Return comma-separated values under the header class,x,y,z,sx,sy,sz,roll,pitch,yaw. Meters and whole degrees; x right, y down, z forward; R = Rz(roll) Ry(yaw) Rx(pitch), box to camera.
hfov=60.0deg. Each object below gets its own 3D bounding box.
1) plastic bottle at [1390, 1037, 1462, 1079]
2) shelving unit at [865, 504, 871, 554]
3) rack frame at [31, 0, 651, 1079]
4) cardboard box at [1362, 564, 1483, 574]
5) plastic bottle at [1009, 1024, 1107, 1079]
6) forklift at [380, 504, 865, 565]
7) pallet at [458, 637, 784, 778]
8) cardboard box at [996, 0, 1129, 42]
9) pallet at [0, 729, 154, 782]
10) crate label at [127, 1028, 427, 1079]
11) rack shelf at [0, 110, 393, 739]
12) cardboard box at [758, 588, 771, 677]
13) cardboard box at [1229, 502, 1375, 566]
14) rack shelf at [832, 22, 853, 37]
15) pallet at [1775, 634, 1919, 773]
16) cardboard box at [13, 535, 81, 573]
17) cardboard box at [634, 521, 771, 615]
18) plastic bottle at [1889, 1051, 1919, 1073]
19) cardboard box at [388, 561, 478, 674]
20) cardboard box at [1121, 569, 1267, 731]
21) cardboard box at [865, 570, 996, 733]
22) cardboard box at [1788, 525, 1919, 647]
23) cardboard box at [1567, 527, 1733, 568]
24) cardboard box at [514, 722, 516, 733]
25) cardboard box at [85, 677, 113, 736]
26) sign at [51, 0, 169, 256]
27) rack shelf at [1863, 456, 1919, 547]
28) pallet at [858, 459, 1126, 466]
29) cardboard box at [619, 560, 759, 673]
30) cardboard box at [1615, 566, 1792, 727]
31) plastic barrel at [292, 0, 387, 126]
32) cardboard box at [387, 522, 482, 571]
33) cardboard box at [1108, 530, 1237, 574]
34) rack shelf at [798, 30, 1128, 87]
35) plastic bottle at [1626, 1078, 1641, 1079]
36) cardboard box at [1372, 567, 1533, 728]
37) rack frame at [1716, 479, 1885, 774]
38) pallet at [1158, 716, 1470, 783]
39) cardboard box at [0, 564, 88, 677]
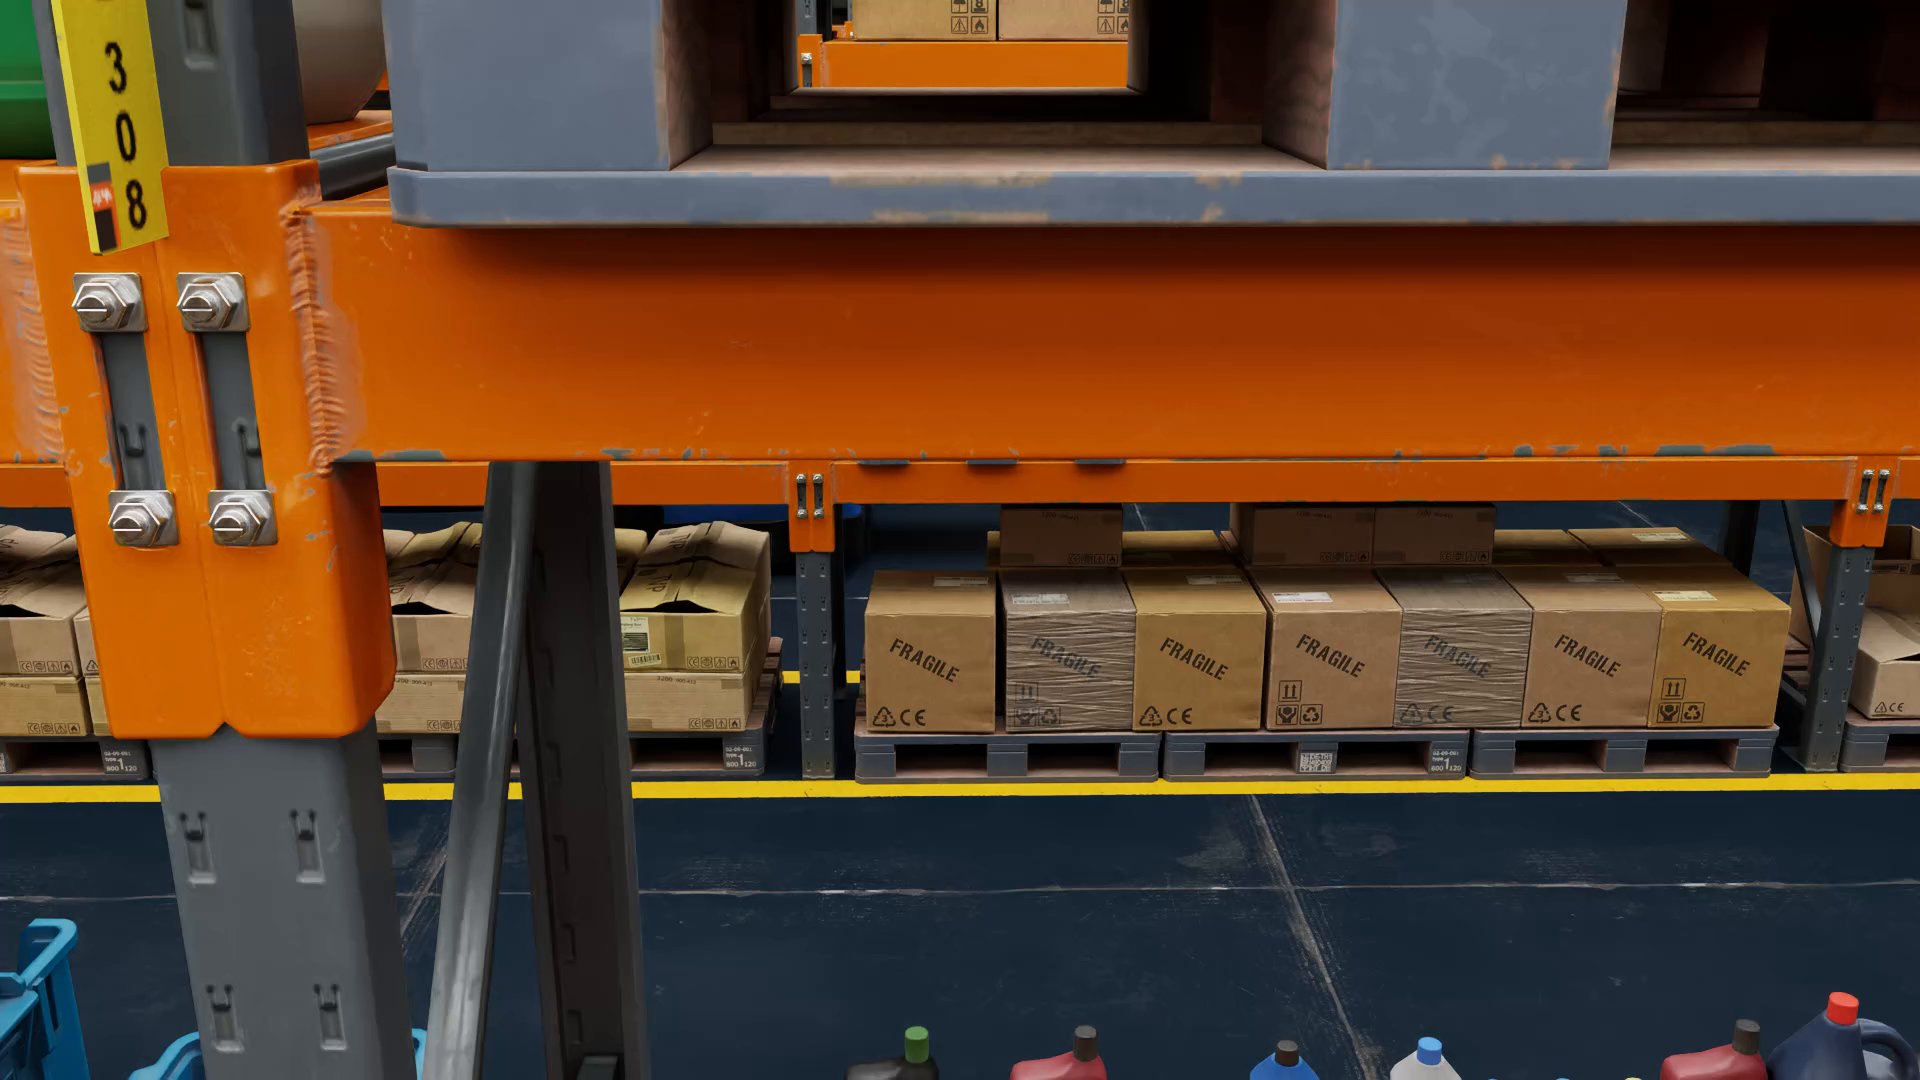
class,x,y,z,sx,sy,sz,roll,pitch,yaw
plastic bottle,0.641,0.815,2.306,0.097,0.271,0.097,0,18,0
shelving unit,-0.017,-0.720,9.337,1.048,1.500,0.538,-1,18,-3
rack frame,-0.493,0.885,1.878,0.053,2.616,0.949,0,18,-1
cardboard box,1.912,0.267,7.177,0.500,0.500,0.500,0,18,0
plastic bottle,0.136,0.806,2.314,0.133,0.283,0.061,0,18,-1
forklift,-2.070,-1.332,8.901,3.031,2.935,1.130,-2,18,-5
pallet,-1.391,0.691,7.048,1.213,0.211,1.003,0,18,-1
cardboard box,0.378,-2.119,6.170,0.500,0.500,0.910,0,18,-1
pallet,-3.831,0.703,7.011,1.213,0.211,1.003,0,18,-1
crate label,-0.920,0.851,2.257,0.416,0.233,0.303,0,18,-1
rack shelf,-2.493,-0.192,1.502,4.000,0.370,1.077,0,18,-1
cardboard box,-1.096,0.393,7.224,0.500,0.250,0.500,0,18,-1
cardboard box,1.443,-0.089,7.059,0.500,0.250,0.500,-1,18,-2
rack shelf,-2.649,-3.218,10.935,4.000,0.370,1.077,0,18,-1
pallet,4.119,0.677,7.092,1.213,0.211,1.003,0,18,-1
cardboard box,-3.646,0.139,7.100,0.500,0.311,0.500,0,18,1
cardboard box,-1.096,0.126,7.139,0.500,0.311,0.500,0,18,1
plastic bottle,1.366,0.800,2.333,0.133,0.283,0.061,0,18,-1
cardboard box,-2.112,0.297,6.606,0.500,0.311,0.500,0,18,-1
cardboard box,0.917,0.432,6.662,0.500,0.500,0.500,-1,18,-2
cardboard box,-0.108,0.437,6.646,0.500,0.500,0.500,0,18,1
cardboard box,3.997,0.243,7.250,0.500,0.500,0.500,0,18,-1
cardboard box,2.945,0.261,7.196,0.500,0.500,0.500,-1,18,-3
cardboard box,-1.605,0.561,6.701,0.500,0.250,0.500,0,18,-2
cardboard box,-3.131,0.568,6.680,0.500,0.250,0.500,-1,18,-3
sign,-0.477,-0.326,0.915,0.005,0.325,0.100,0,18,-1
rack shelf,5.432,-0.315,6.797,4.000,0.370,1.077,0,18,-1
pallet,0.109,-0.562,6.703,1.003,0.211,1.213,0,18,-1
cardboard box,-1.087,0.291,6.625,0.500,0.311,0.500,0,18,1
cardboard box,2.943,0.423,6.691,0.500,0.500,0.500,0,18,-1
plastic barrel,-0.808,-0.689,1.693,0.421,0.512,0.421,0,18,0
cardboard box,-2.131,0.133,7.117,0.500,0.311,0.500,-1,18,-2
cardboard box,0.881,0.273,7.156,0.500,0.500,0.500,-1,18,-3
rack shelf,1.432,-1.724,6.279,4.000,0.370,1.077,0,18,-1
plastic bottle,0.933,0.847,2.321,0.097,0.201,0.097,0,18,0
cardboard box,1.947,0.425,6.685,0.500,0.500,0.500,0,18,0
rack frame,3.432,-0.648,6.657,0.127,3.000,1.000,0,18,-1
pallet,1.397,0.702,7.014,1.213,0.211,1.003,0,18,-1
cardboard box,-3.649,0.306,6.578,0.500,0.311,0.500,0,18,-2
